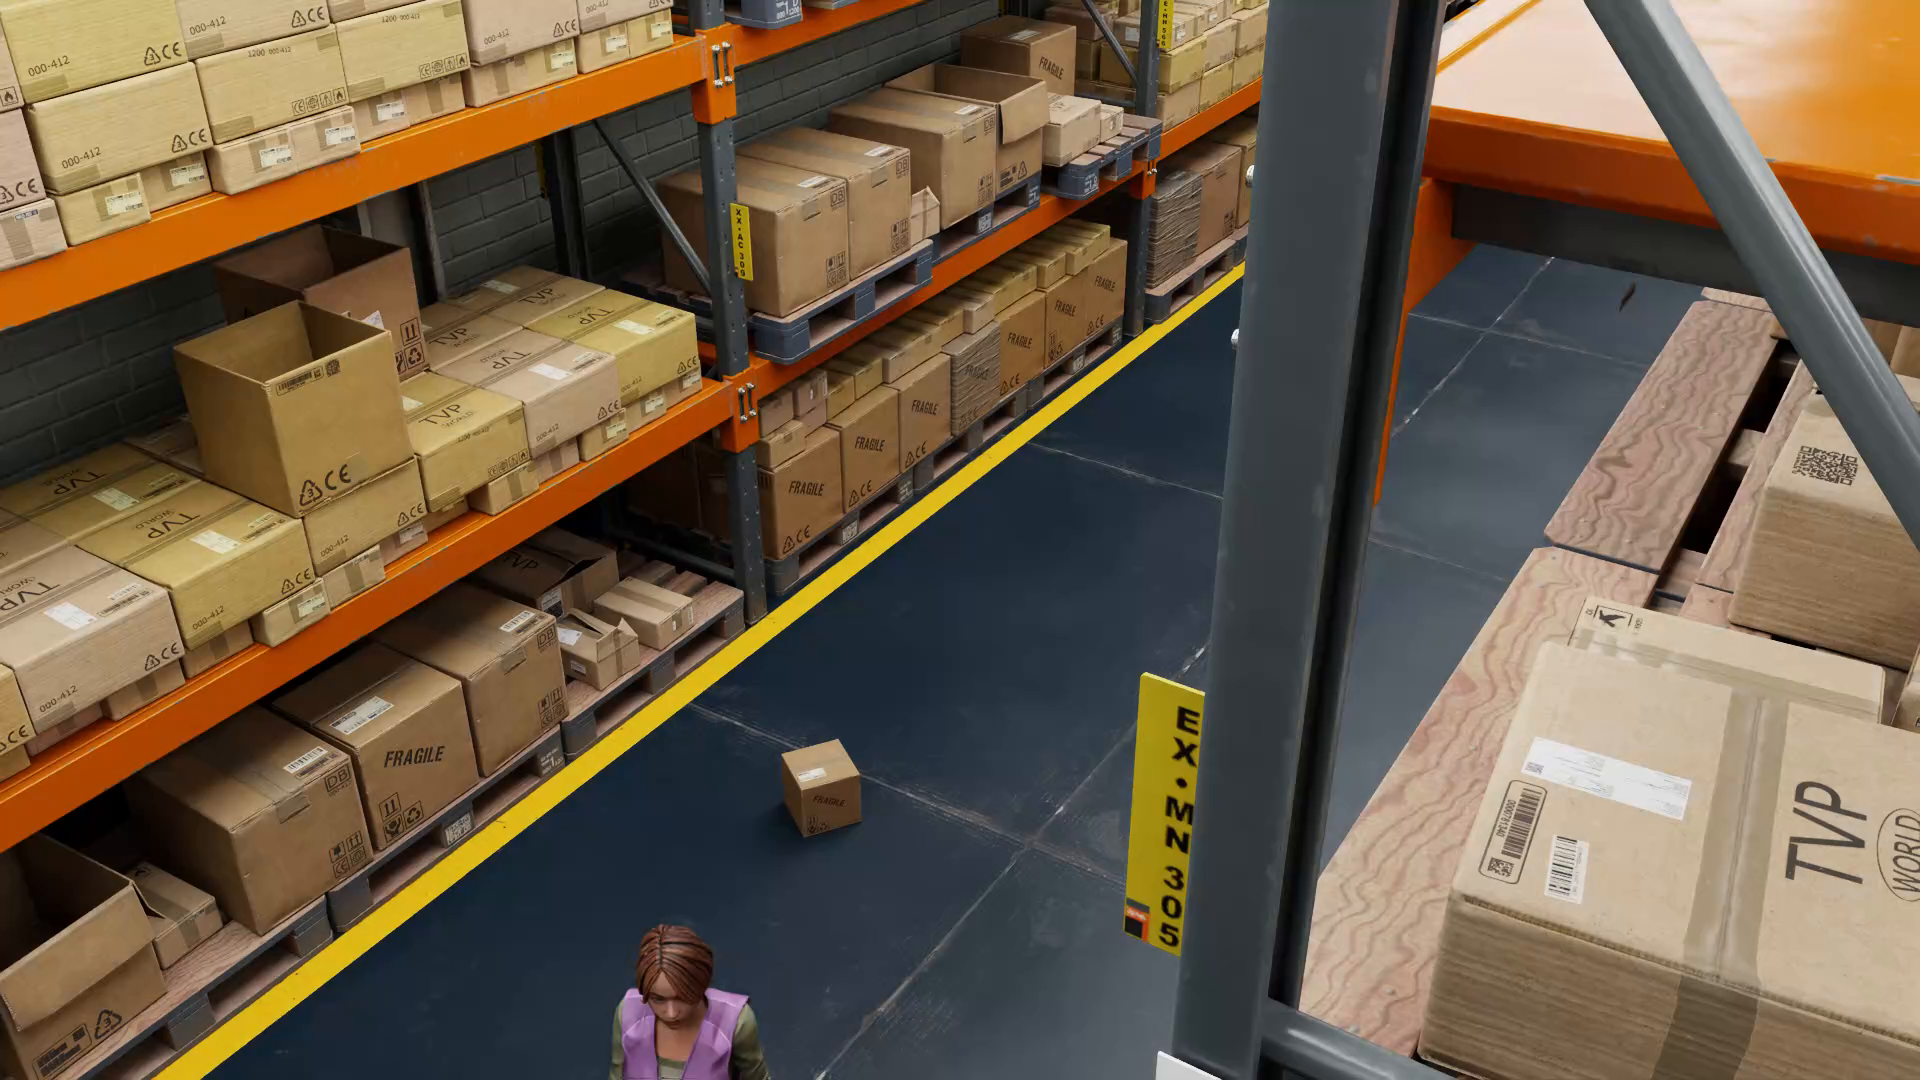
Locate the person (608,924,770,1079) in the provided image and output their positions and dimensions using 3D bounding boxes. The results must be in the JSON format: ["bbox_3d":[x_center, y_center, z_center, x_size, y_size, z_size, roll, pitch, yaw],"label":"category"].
[{"bbox_3d":[-0.701,1.659,4.362,0.430,1.614,0.451,6,31,10],"label":"person"}]
